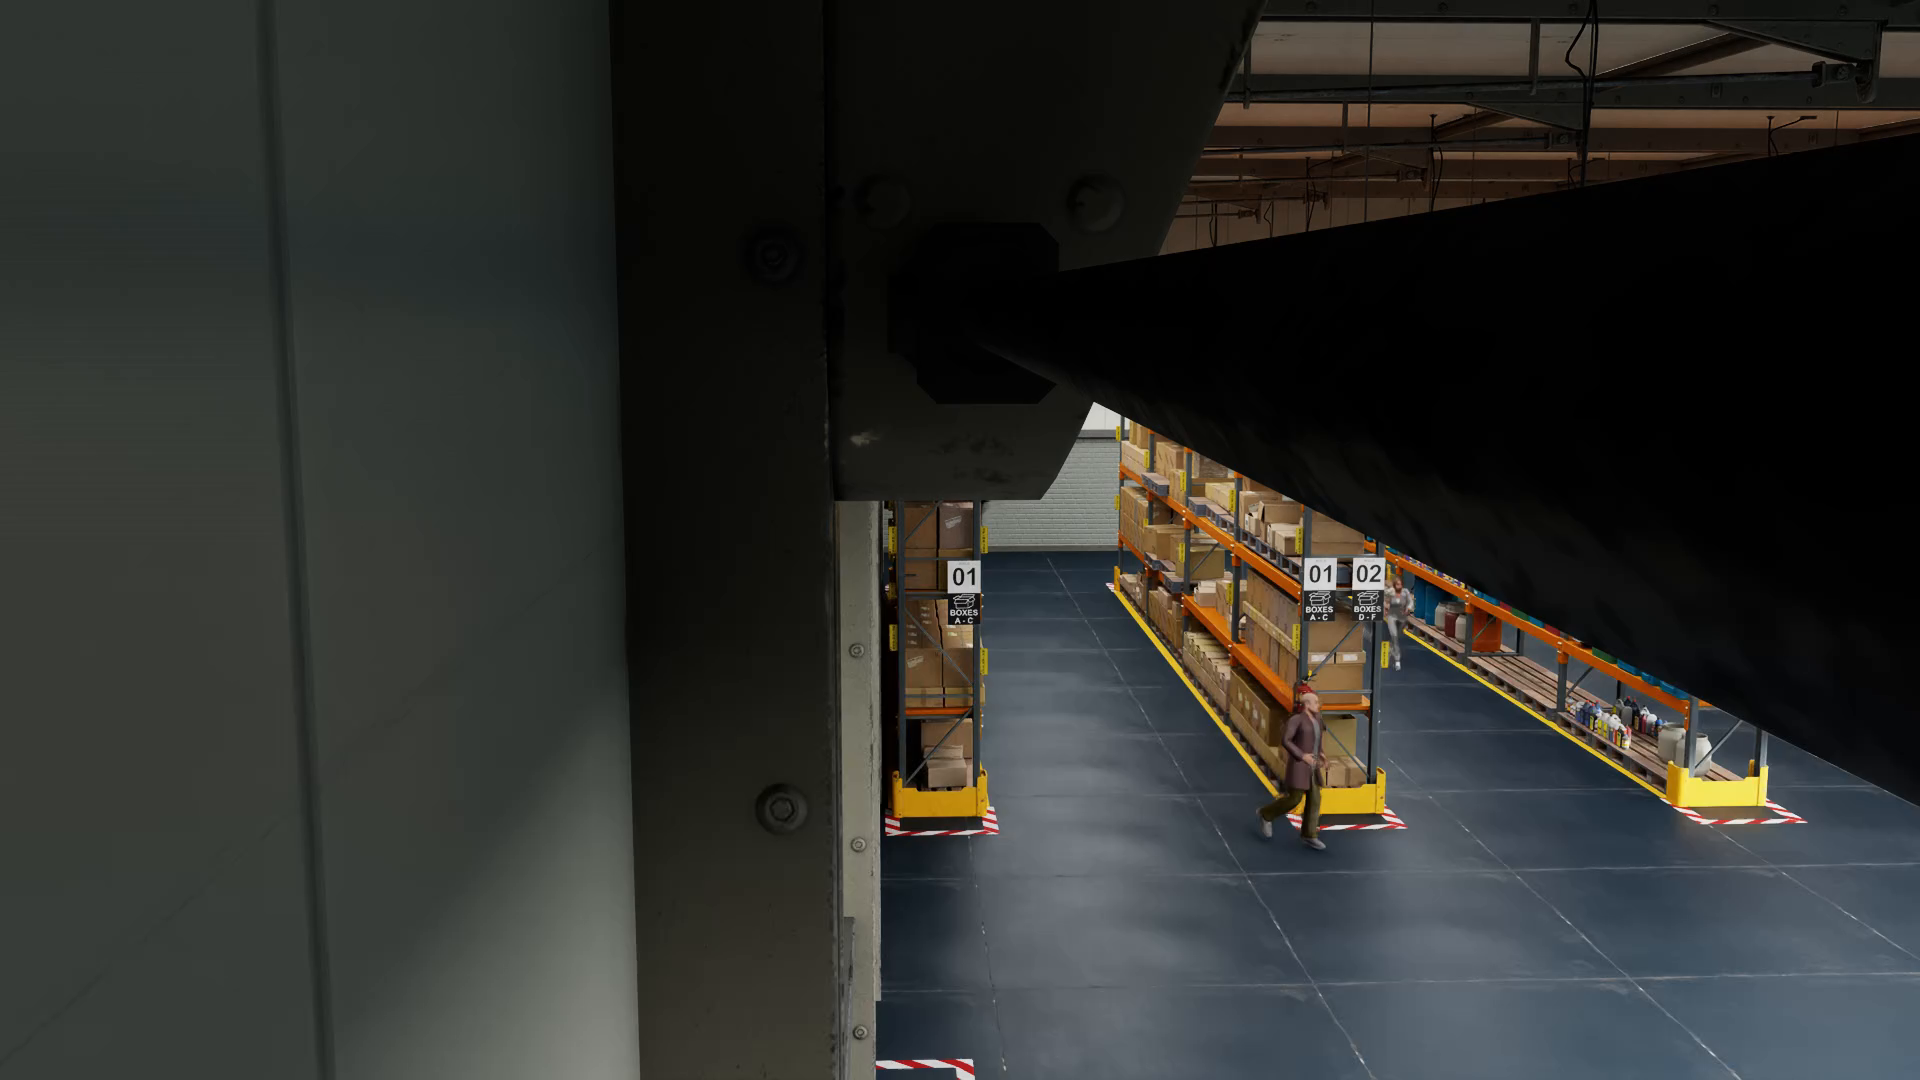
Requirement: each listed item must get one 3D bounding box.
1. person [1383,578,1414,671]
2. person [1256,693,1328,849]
[{"bbox_3d":[7.588,1.452,28.944,0.541,1.486,0.996,1,8,4],"label":"person"},{"bbox_3d":[4.043,2.659,19.554,0.922,1.748,0.775,8,11,44],"label":"person"}]
